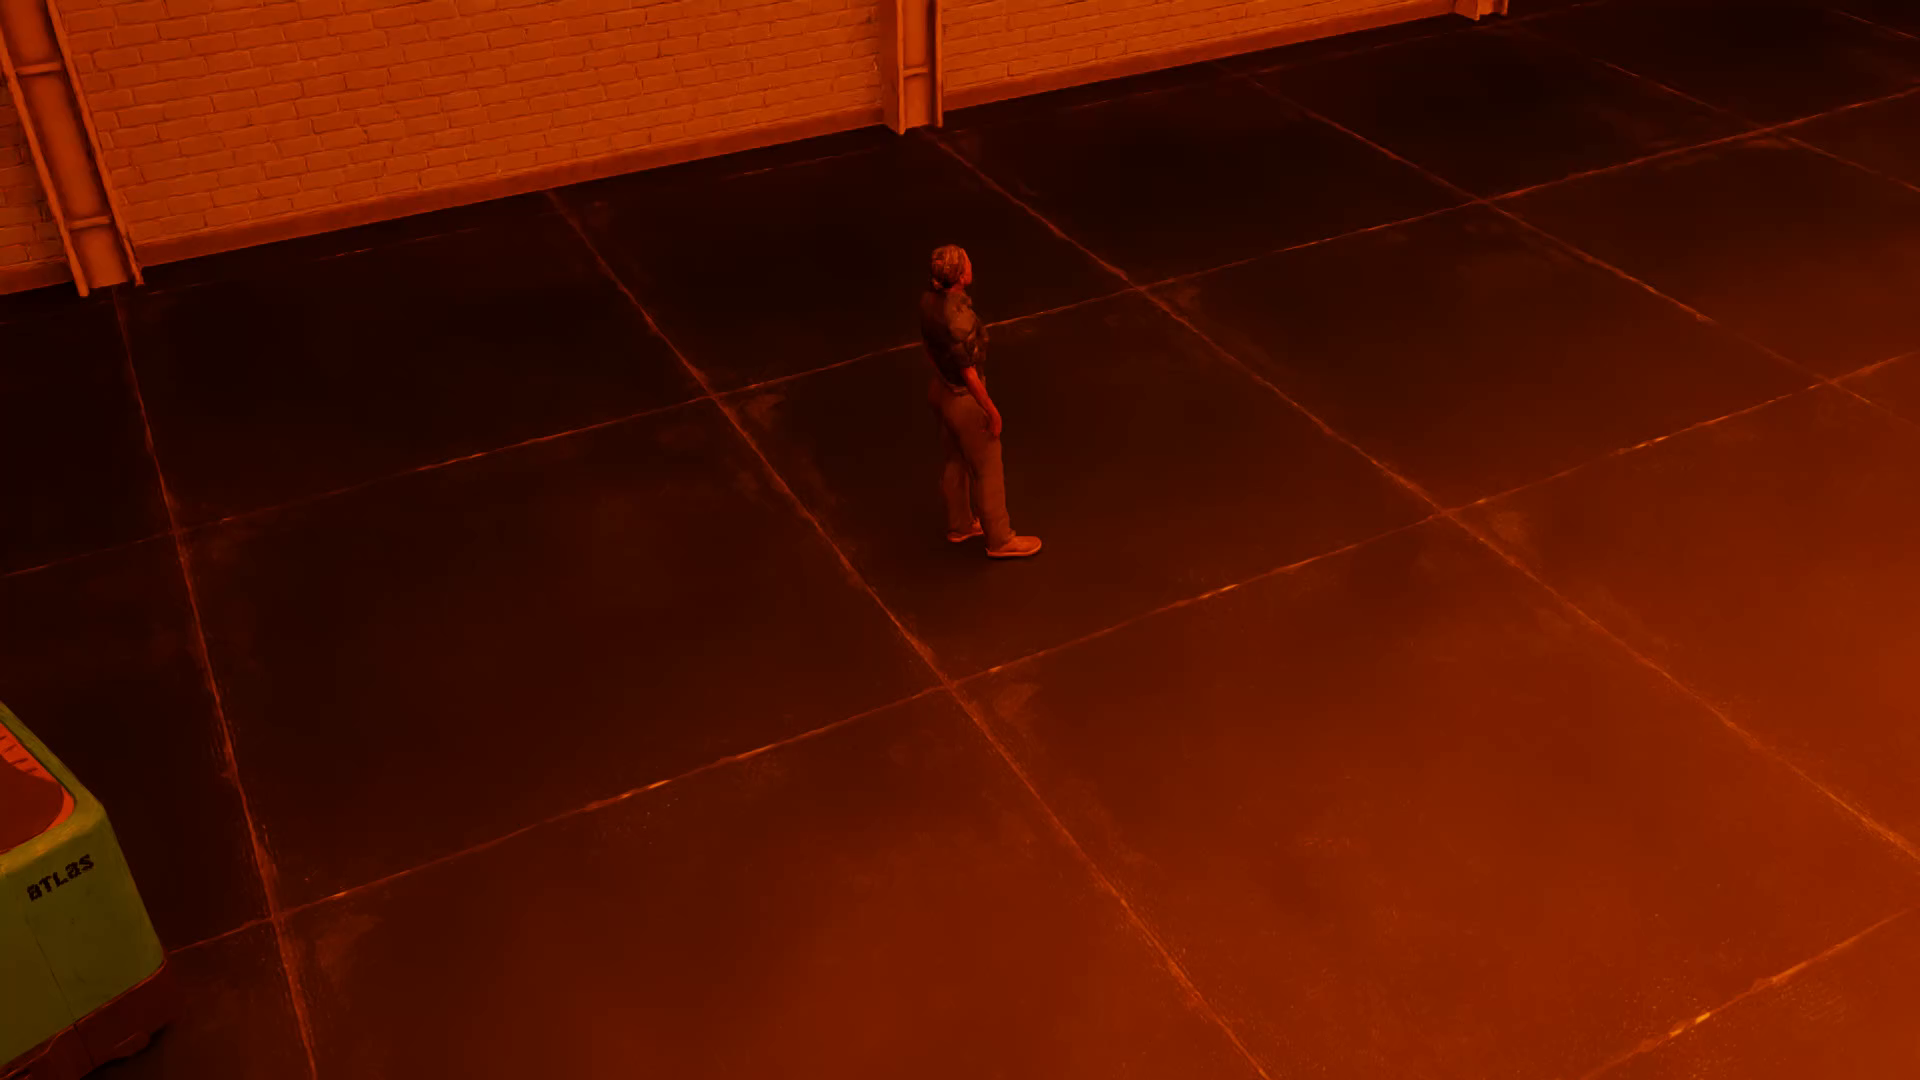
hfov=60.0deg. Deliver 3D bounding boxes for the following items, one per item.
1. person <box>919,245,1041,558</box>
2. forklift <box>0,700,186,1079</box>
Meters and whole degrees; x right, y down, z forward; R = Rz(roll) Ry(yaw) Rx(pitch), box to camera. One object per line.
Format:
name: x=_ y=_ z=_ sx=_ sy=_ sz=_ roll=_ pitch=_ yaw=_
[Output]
person: x=0.087 y=-0.695 z=8.200 sx=0.503 sy=1.654 sz=0.570 roll=-17 pitch=39 yaw=-23
forklift: x=-4.211 y=1.020 z=4.680 sx=1.130 sy=2.935 sz=3.031 roll=27 pitch=44 yaw=33
